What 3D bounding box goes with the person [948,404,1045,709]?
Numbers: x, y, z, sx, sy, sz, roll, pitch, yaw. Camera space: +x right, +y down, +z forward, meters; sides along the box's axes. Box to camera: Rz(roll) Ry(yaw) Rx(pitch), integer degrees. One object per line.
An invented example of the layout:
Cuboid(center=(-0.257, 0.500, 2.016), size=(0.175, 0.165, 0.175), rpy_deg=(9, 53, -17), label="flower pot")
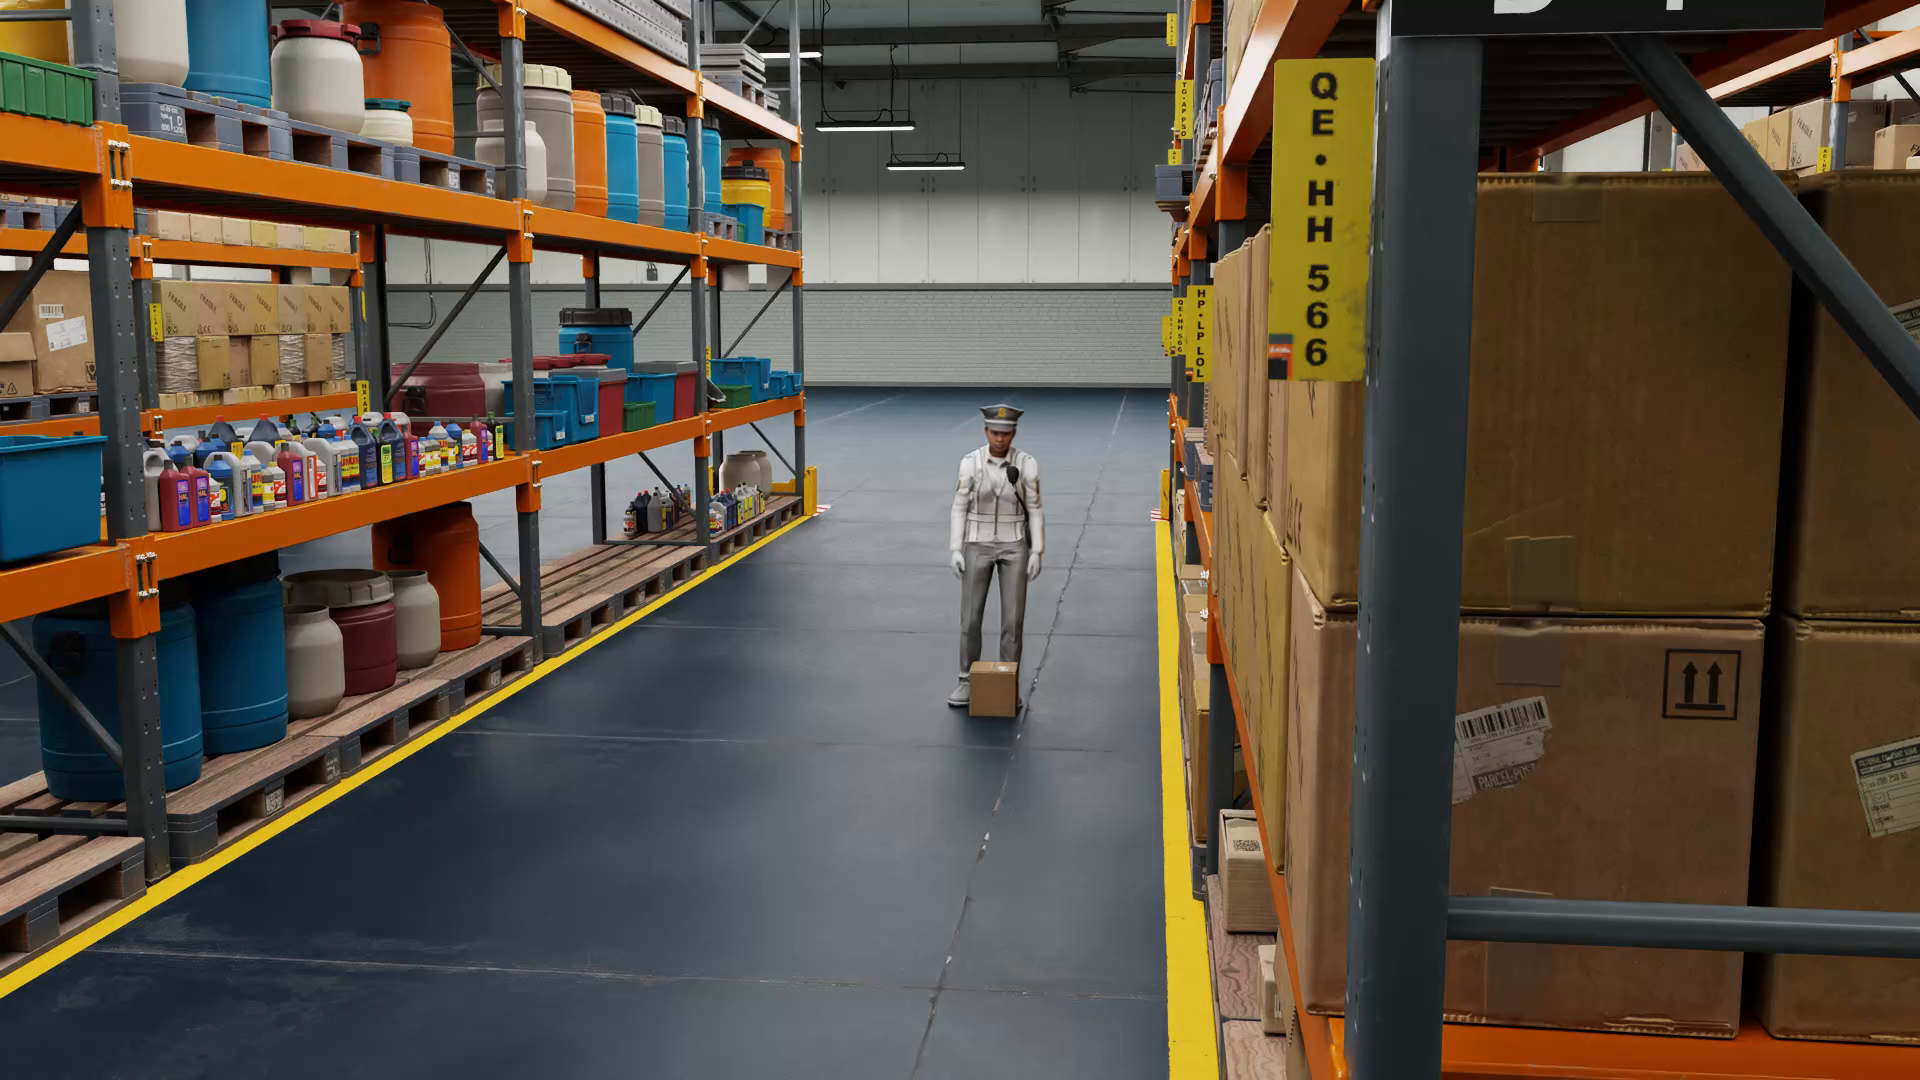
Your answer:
Cuboid(center=(0.201, 0.082, 9.178), size=(0.532, 1.663, 0.404), rpy_deg=(1, 8, 6), label="person")
